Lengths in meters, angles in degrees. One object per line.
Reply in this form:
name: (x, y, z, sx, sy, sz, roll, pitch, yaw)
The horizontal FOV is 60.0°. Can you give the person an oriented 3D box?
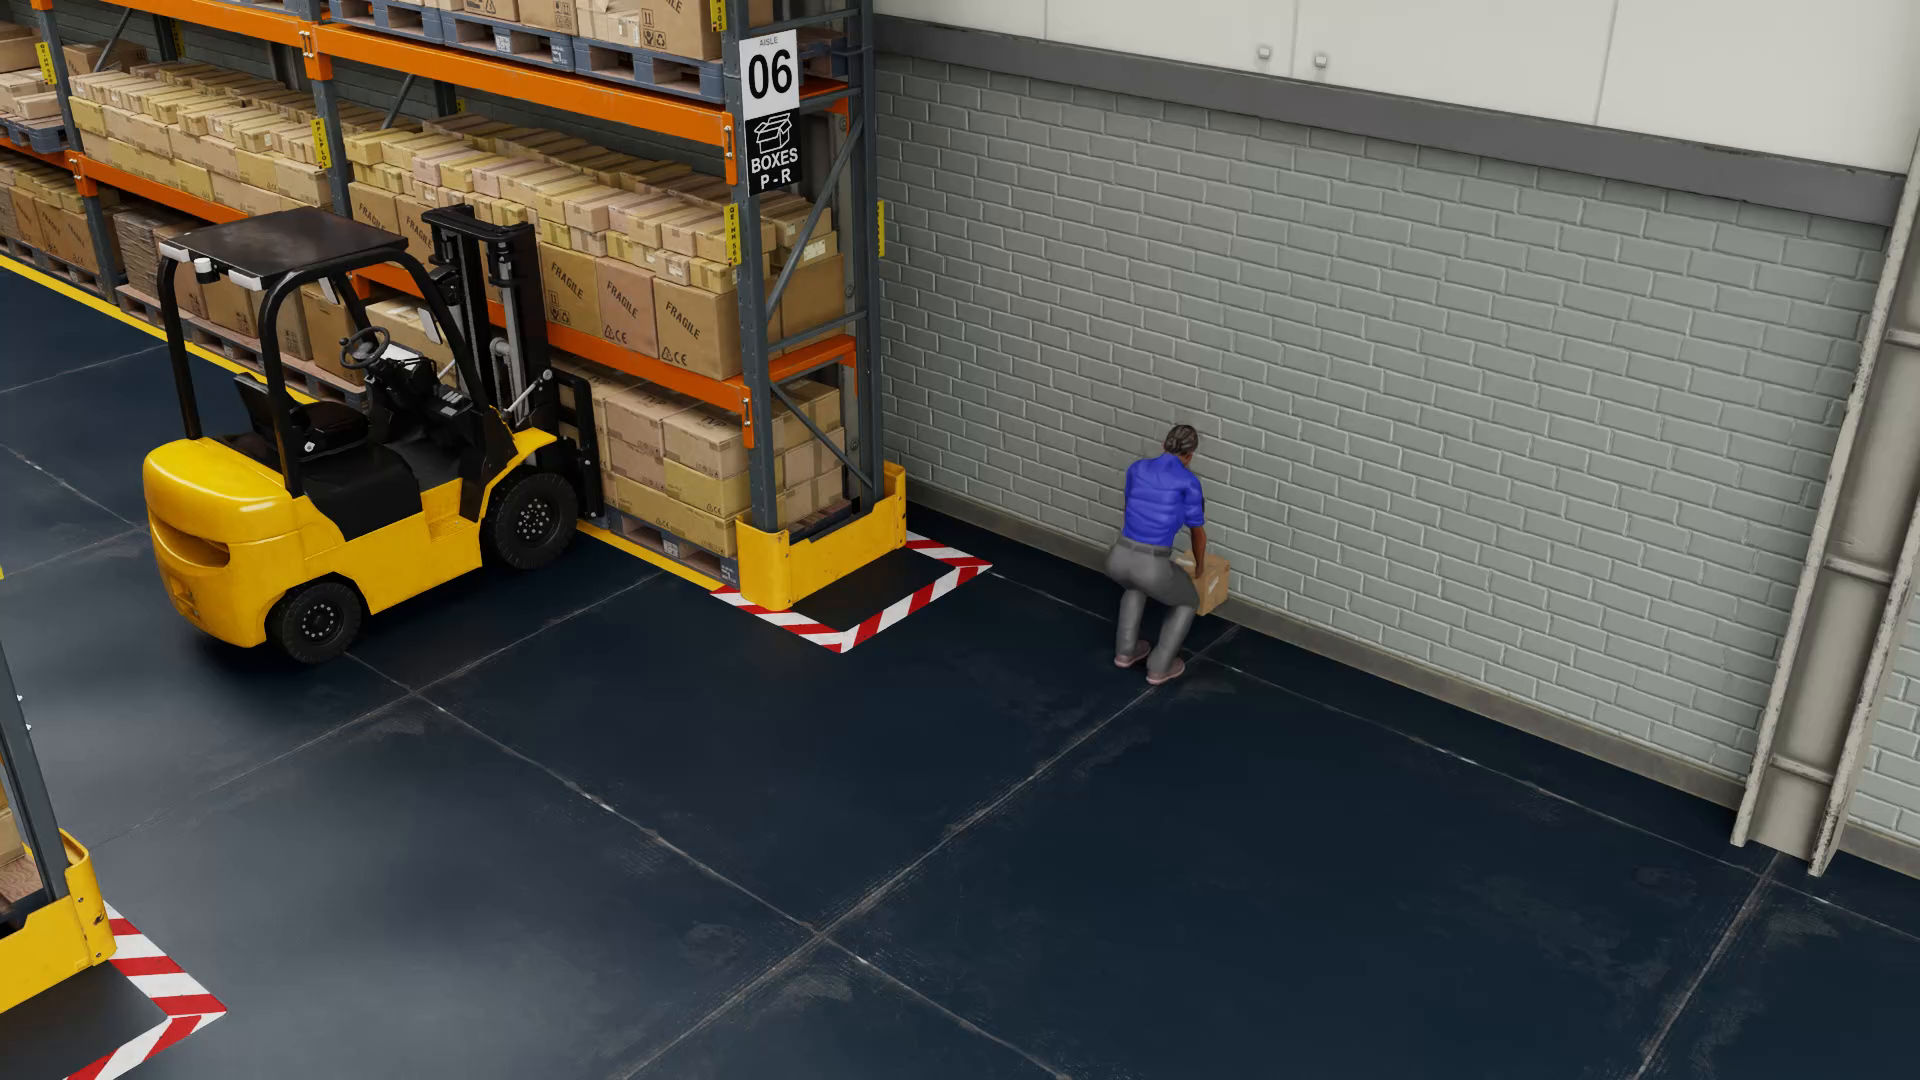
person: (1.035, 0.137, 8.871, 0.500, 1.195, 0.717, 21, 34, 34)
